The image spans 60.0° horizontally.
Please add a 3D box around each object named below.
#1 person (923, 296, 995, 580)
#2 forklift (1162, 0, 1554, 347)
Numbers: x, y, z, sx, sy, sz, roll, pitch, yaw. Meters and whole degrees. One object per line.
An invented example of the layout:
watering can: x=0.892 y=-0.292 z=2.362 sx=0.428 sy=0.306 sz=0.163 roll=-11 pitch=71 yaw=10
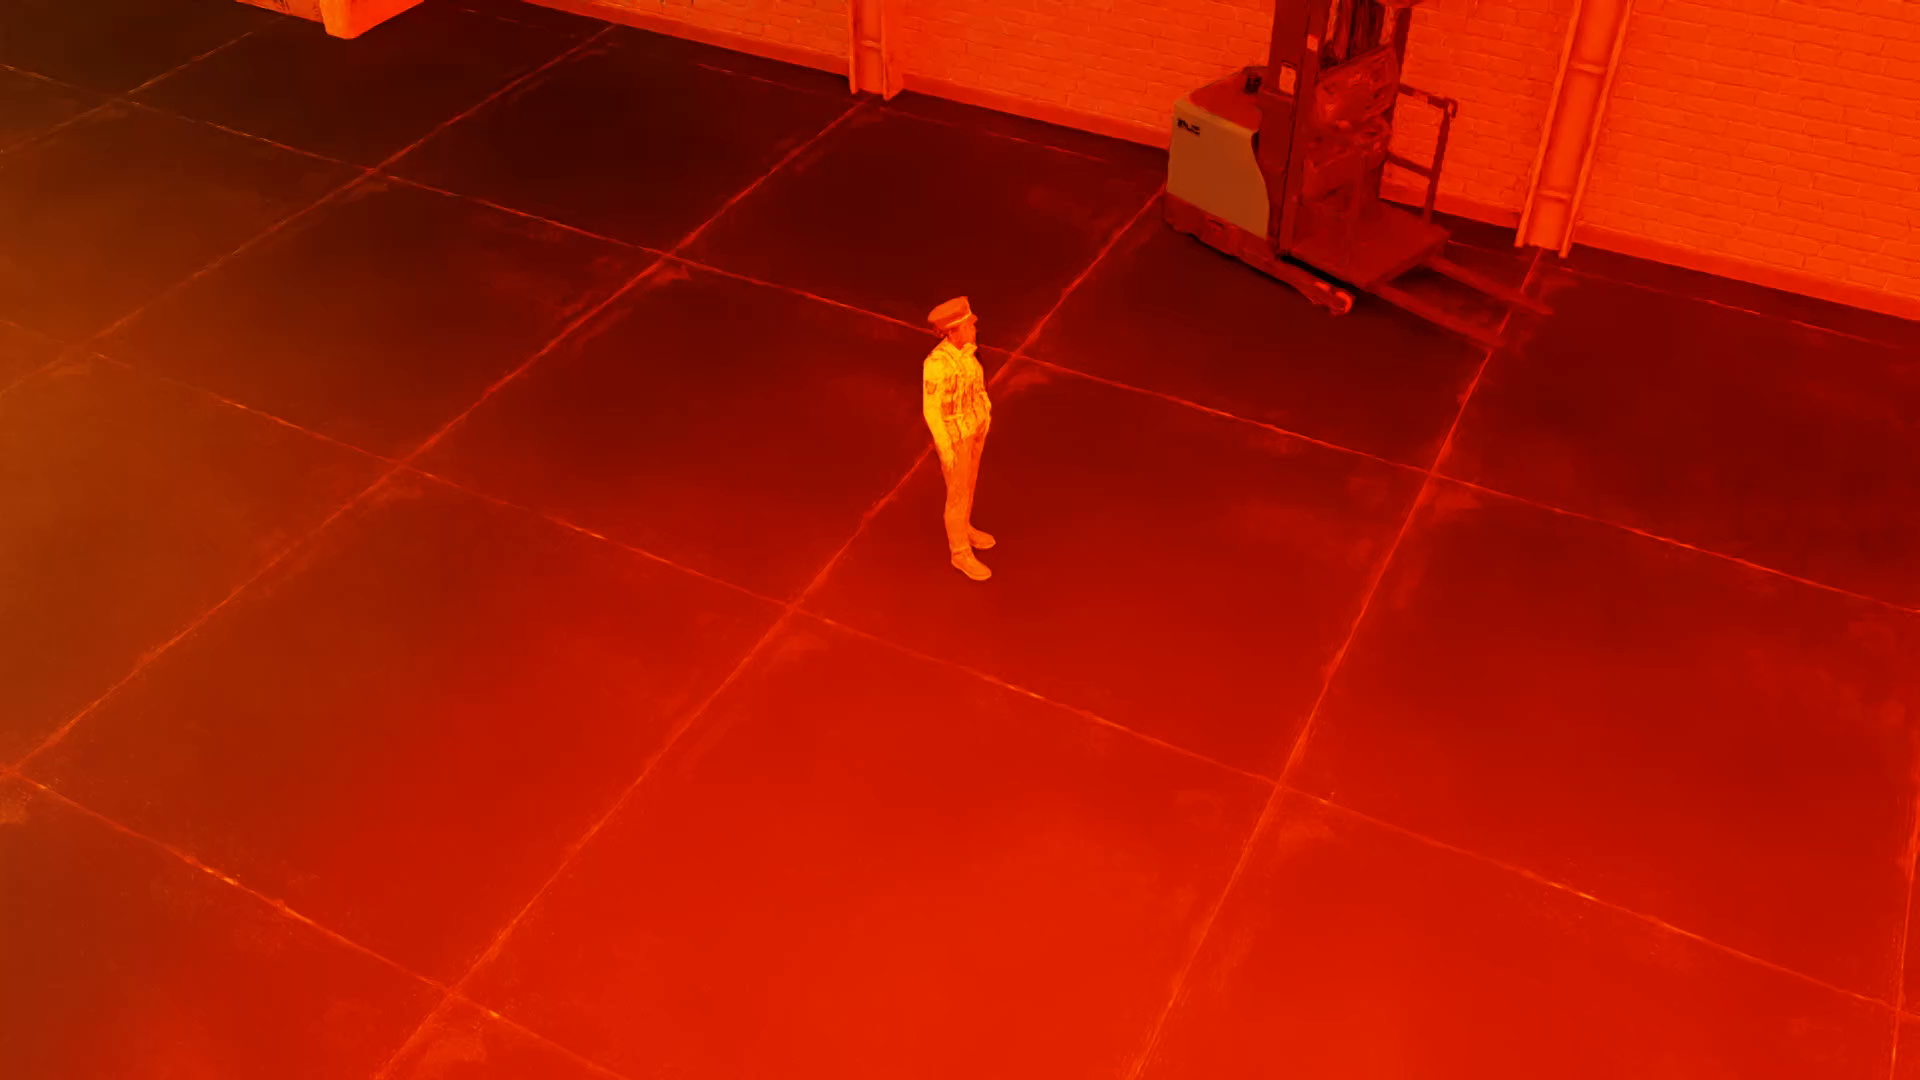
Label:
person: x=0.057 y=-0.630 z=9.682 sx=0.532 sy=1.695 sz=0.586 roll=18 pitch=43 yaw=21
forklift: x=2.968 y=-3.149 z=11.726 sx=1.130 sy=2.935 sz=3.031 roll=-31 pitch=49 yaw=-31
